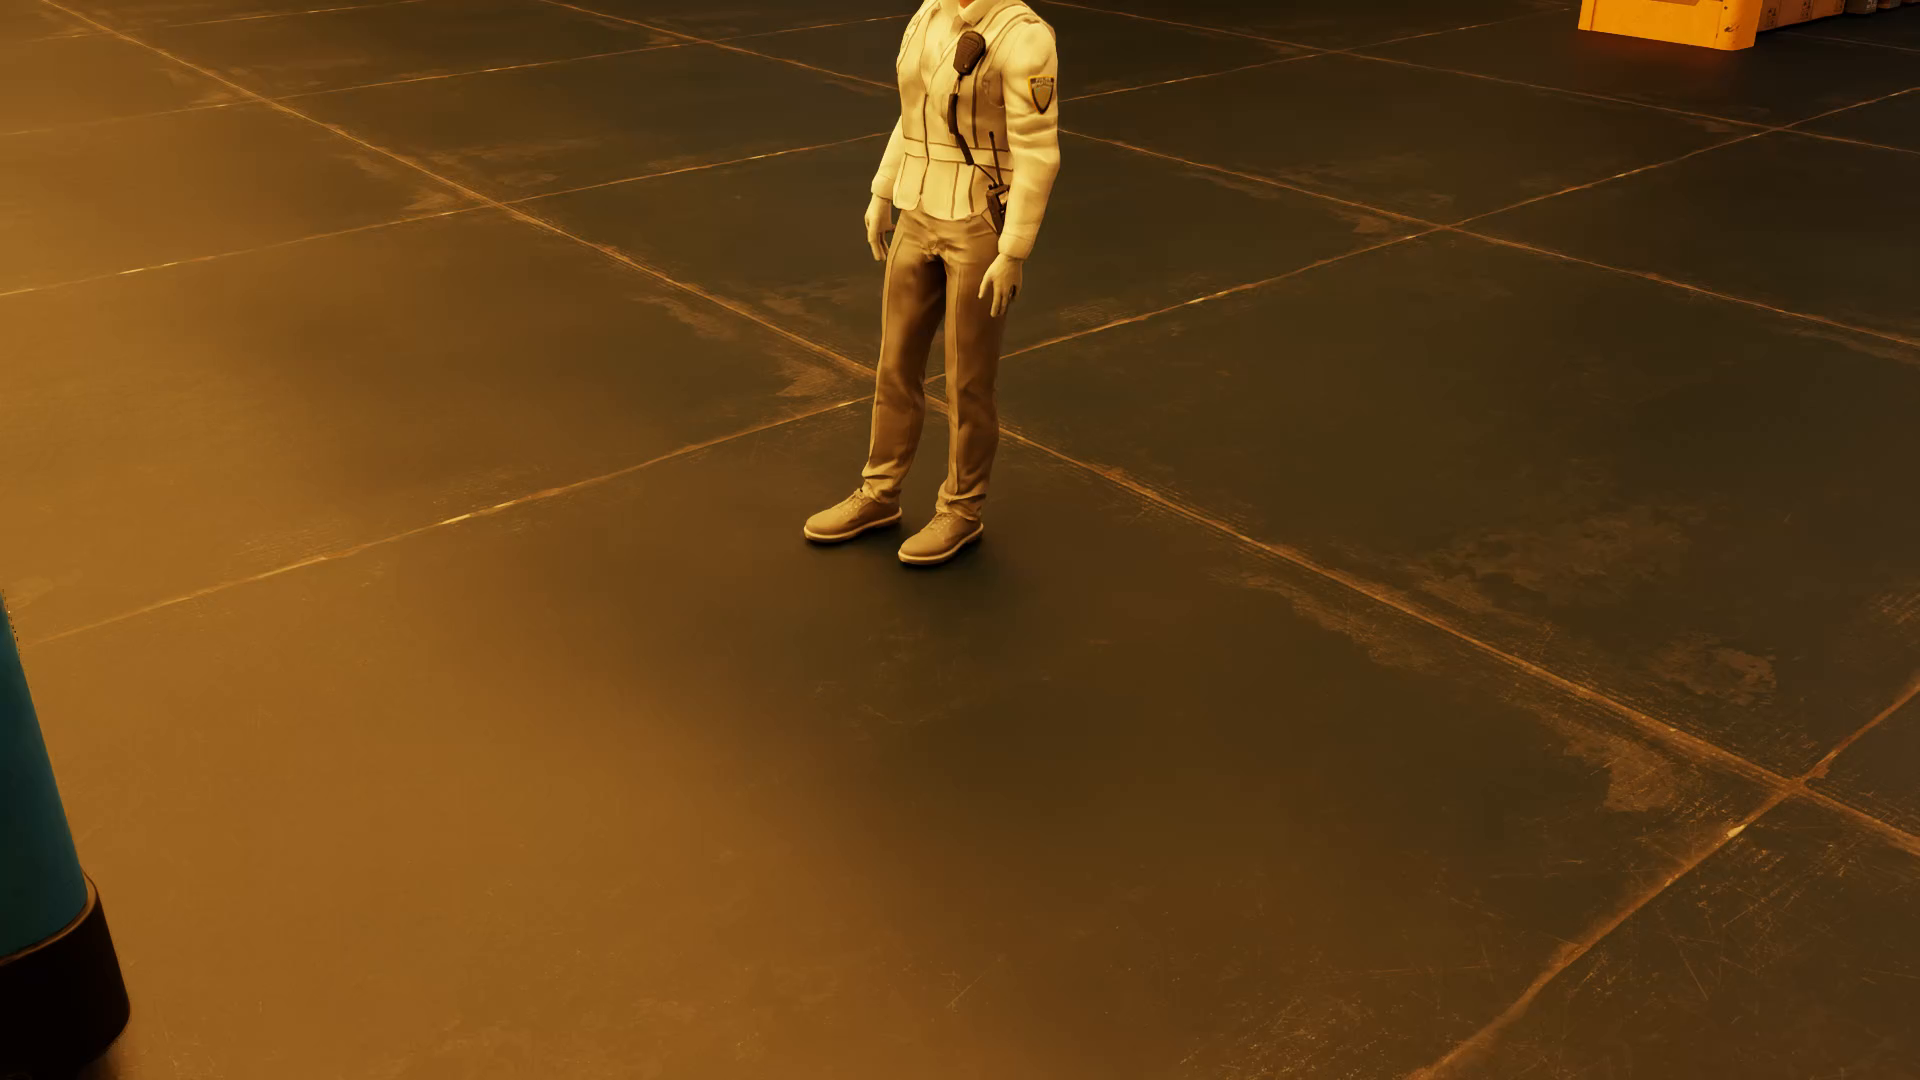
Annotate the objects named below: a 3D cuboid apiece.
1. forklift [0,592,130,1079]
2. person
[{"bbox_3d":[-2.769,-0.139,1.482,3.031,2.935,1.130,-24,35,-39],"label":"forklift"},{"bbox_3d":[-0.057,-0.748,4.087,0.531,1.695,0.588,-20,33,-35],"label":"person"}]
